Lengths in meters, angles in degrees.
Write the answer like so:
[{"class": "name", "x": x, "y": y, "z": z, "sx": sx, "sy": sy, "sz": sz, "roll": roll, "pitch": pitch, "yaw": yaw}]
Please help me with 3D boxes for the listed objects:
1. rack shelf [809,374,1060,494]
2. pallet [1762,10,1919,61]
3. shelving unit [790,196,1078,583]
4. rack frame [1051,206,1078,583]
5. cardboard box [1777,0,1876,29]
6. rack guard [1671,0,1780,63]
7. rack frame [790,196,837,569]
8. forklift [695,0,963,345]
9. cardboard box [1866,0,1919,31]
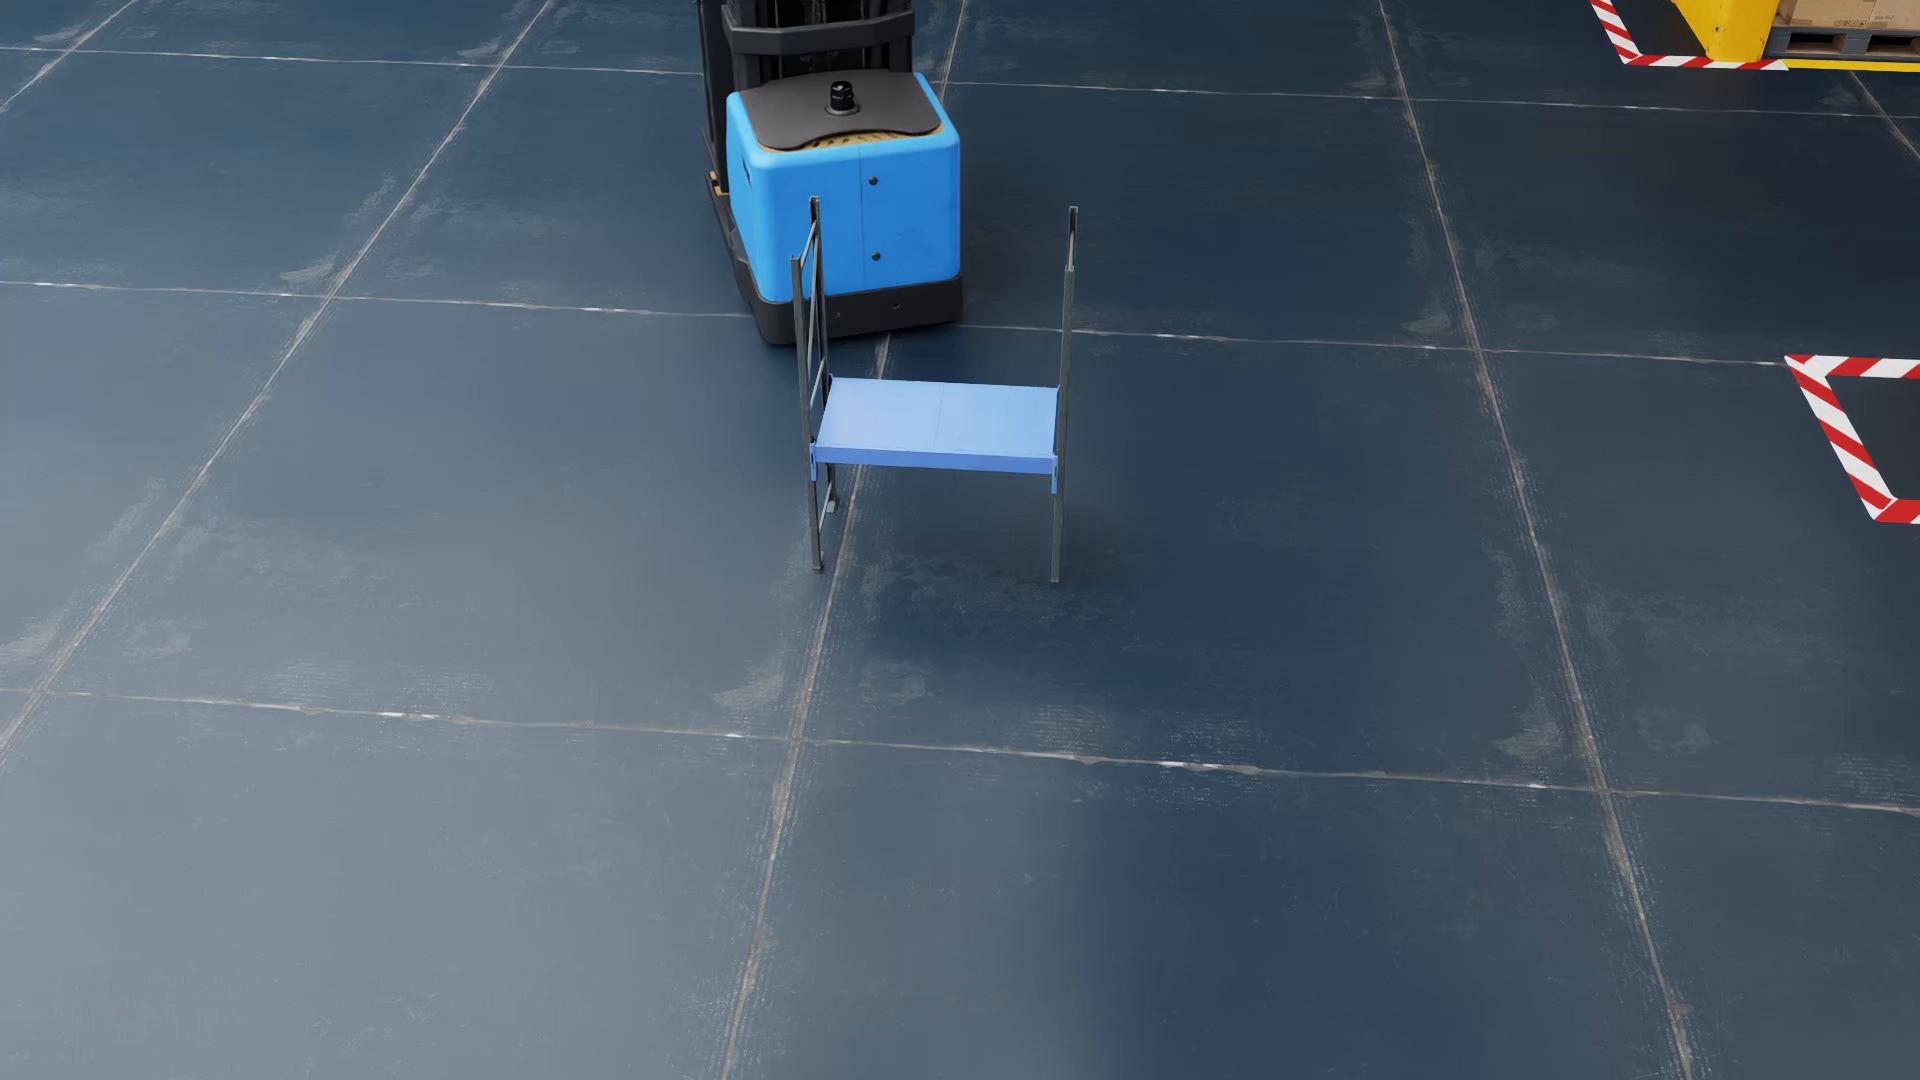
[{"class": "rack shelf", "x": -0.085, "y": -0.447, "z": 6.896, "sx": 1.000, "sy": 0.185, "sz": 0.538, "roll": 3, "pitch": 39, "yaw": 4}, {"class": "pallet", "x": 6.074, "y": -3.652, "z": 11.569, "sx": 1.213, "sy": 0.211, "sz": 1.003, "roll": 3, "pitch": 39, "yaw": 4}, {"class": "shelving unit", "x": -0.085, "y": -0.586, "z": 6.782, "sx": 1.048, "sy": 1.500, "sz": 0.538, "roll": 3, "pitch": 39, "yaw": 4}, {"class": "rack frame", "x": 0.421, "y": -0.559, "z": 6.748, "sx": 0.032, "sy": 1.500, "sz": 0.500, "roll": 3, "pitch": 39, "yaw": 4}, {"class": "cardboard box", "x": 5.824, "y": -3.676, "z": 11.236, "sx": 0.500, "sy": 0.250, "sz": 0.500, "roll": 3, "pitch": 39, "yaw": 4}, {"class": "rack guard", "x": 5.285, "y": -3.781, "z": 11.499, "sx": 0.348, "sy": 0.500, "sz": 1.175, "roll": 3, "pitch": 39, "yaw": 4}, {"class": "rack frame", "x": -0.591, "y": -0.614, "z": 6.816, "sx": 0.032, "sy": 1.500, "sz": 0.500, "roll": 3, "pitch": 39, "yaw": 4}, {"class": "forklift", "x": -0.857, "y": -3.054, "z": 8.680, "sx": 1.130, "sy": 2.935, "sz": 3.031, "roll": -10, "pitch": 40, "yaw": -12}, {"class": "cardboard box", "x": 6.322, "y": -3.651, "z": 11.205, "sx": 0.500, "sy": 0.250, "sz": 0.500, "roll": 3, "pitch": 39, "yaw": 4}]
